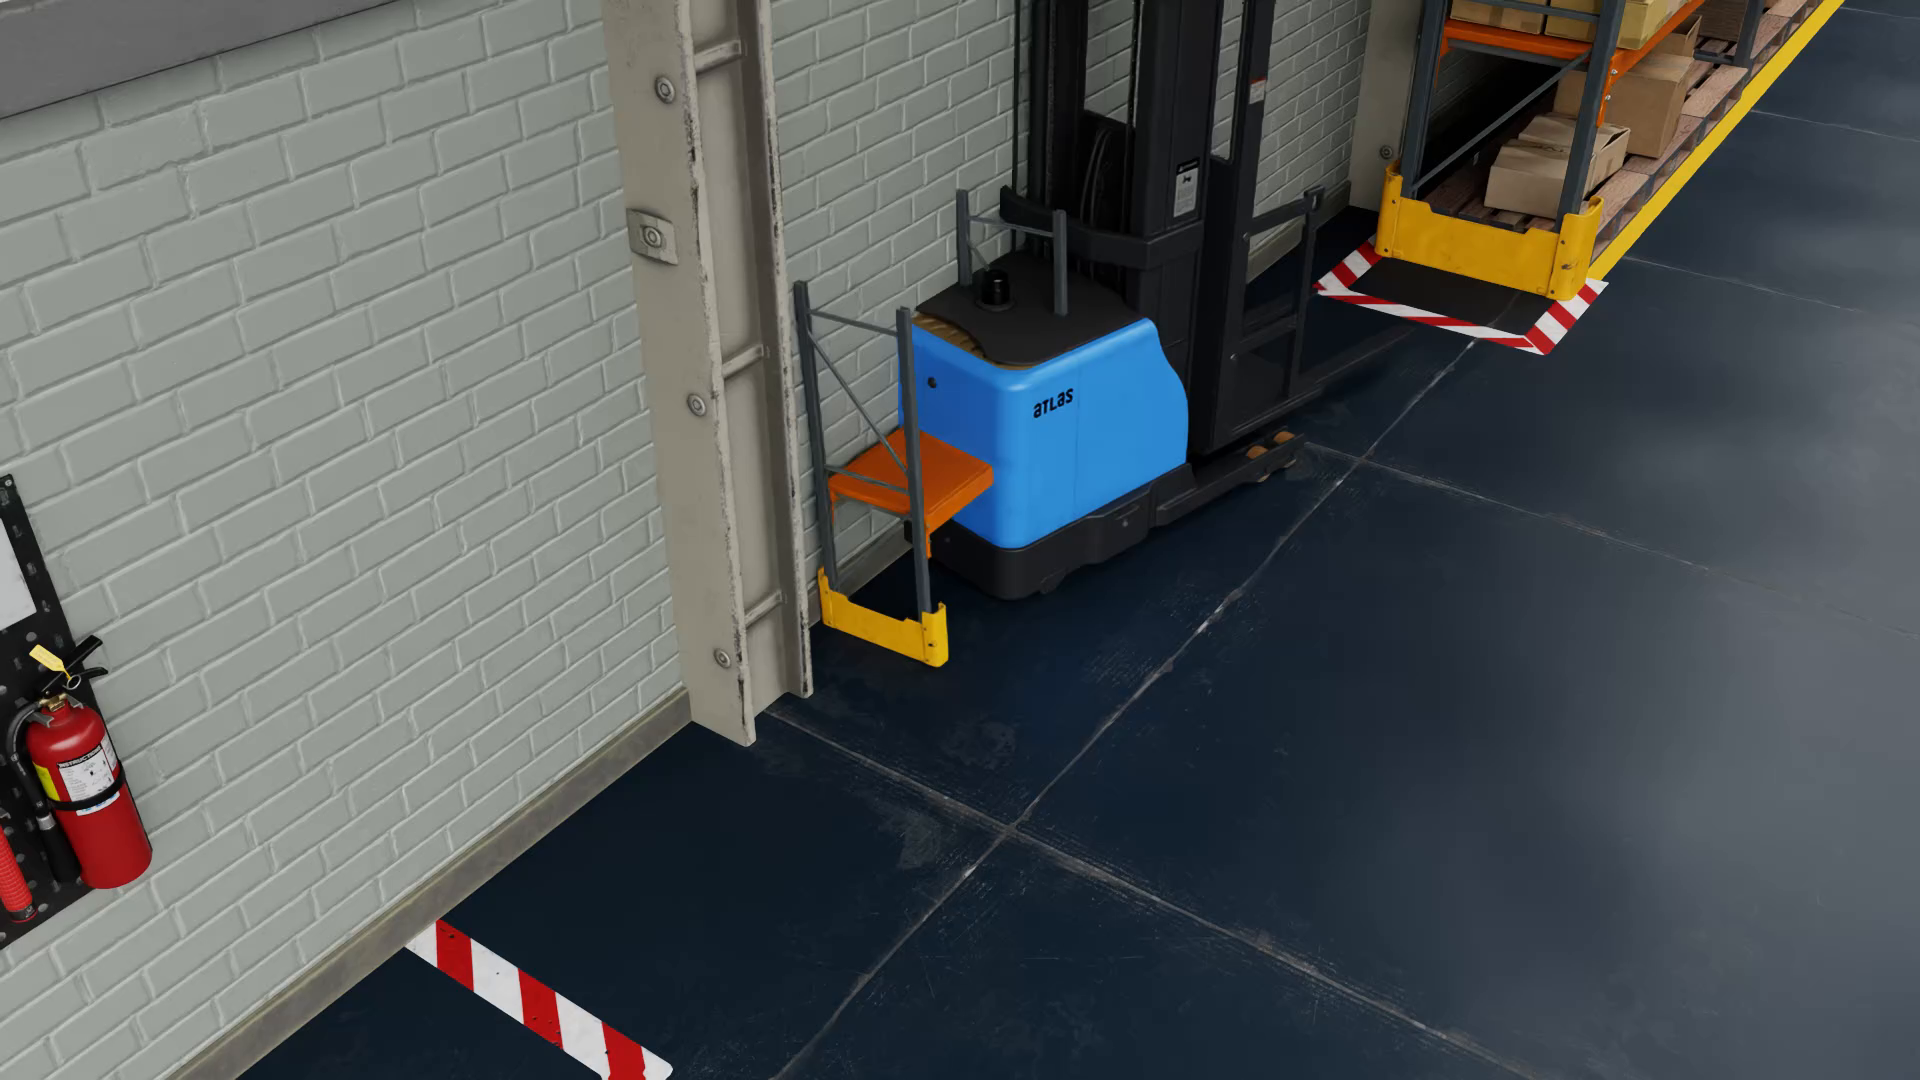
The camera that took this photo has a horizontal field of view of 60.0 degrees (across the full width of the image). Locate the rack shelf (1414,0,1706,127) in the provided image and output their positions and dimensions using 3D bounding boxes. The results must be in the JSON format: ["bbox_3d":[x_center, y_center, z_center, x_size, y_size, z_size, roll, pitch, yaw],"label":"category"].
[{"bbox_3d":[4.075,-3.405,10.249,1.077,0.370,4.000,21,39,28],"label":"rack shelf"}]

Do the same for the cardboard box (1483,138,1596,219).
[{"bbox_3d":[3.404,-2.140,9.745,0.500,0.311,0.500,17,37,23],"label":"cardboard box"}]

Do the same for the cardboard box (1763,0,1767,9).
[{"bbox_3d":[5.875,-4.368,12.870,0.700,0.500,0.500,20,39,27],"label":"cardboard box"}]

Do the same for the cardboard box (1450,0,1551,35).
[{"bbox_3d":[3.042,-3.005,9.133,0.500,0.250,0.500,22,40,29],"label":"cardboard box"}]

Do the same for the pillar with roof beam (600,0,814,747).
[{"bbox_3d":[2.739,-1.730,1.775,9.100,9.000,0.400,21,39,28],"label":"pillar with roof beam"}]

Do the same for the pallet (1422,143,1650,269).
[{"bbox_3d":[3.471,-2.025,10.056,1.003,0.211,1.213,21,39,28],"label":"pallet"}]

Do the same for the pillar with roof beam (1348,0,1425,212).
[{"bbox_3d":[6.160,-4.491,5.858,9.100,9.000,0.400,21,39,28],"label":"pillar with roof beam"}]

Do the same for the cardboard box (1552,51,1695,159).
[{"bbox_3d":[4.188,-2.803,10.555,0.700,0.500,0.500,19,38,25],"label":"cardboard box"}]

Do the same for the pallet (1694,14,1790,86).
[{"bbox_3d":[5.659,-3.827,12.720,1.003,0.211,1.213,21,39,28],"label":"pallet"}]

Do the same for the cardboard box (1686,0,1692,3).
[{"bbox_3d":[4.054,-3.328,9.609,0.500,0.250,0.500,21,39,27],"label":"cardboard box"}]

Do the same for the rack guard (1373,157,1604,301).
[{"bbox_3d":[2.978,-1.782,9.439,1.175,0.500,0.348,21,39,28],"label":"rack guard"}]

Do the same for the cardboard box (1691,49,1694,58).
[{"bbox_3d":[4.935,-3.376,11.701,0.380,0.166,0.250,16,37,22],"label":"cardboard box"}]

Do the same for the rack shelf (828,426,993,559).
[{"bbox_3d":[-0.050,-0.308,6.664,0.538,0.185,1.000,18,38,30],"label":"rack shelf"}]

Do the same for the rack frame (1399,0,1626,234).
[{"bbox_3d":[2.935,-2.782,8.687,1.000,3.000,0.127,21,39,28],"label":"rack frame"}]

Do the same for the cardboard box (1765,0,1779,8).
[{"bbox_3d":[6.199,-4.590,13.198,0.700,0.500,0.500,22,40,29],"label":"cardboard box"}]

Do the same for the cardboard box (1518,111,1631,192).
[{"bbox_3d":[3.729,-2.403,10.133,0.500,0.311,0.500,25,41,32],"label":"cardboard box"}]

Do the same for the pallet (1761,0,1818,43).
[{"bbox_3d":[6.354,-4.391,13.554,1.003,0.211,1.213,21,39,28],"label":"pallet"}]

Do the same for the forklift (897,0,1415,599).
[{"bbox_3d":[0.968,-1.675,7.110,3.031,2.935,1.130,-27,42,-34],"label":"forklift"}]

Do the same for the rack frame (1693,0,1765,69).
[{"bbox_3d":[5.216,-4.623,11.409,1.000,3.000,0.127,21,39,28],"label":"rack frame"}]

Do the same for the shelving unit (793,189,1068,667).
[{"bbox_3d":[-0.053,-0.464,6.573,0.587,1.500,1.083,18,38,30],"label":"shelving unit"}]

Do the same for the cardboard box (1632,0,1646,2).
[{"bbox_3d":[3.454,-3.163,8.696,0.500,0.500,0.500,21,39,28],"label":"cardboard box"}]

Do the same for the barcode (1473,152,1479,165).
[{"bbox_3d":[3.085,-2.280,9.944,0.001,0.075,0.075,21,39,28],"label":"barcode"}]

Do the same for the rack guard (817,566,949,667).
[{"bbox_3d":[-0.307,0.294,6.570,0.587,0.250,0.087,18,38,30],"label":"rack guard"}]

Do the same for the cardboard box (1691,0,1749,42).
[{"bbox_3d":[5.622,-4.114,12.494,0.700,0.500,0.500,23,40,30],"label":"cardboard box"}]

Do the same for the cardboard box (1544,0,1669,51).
[{"bbox_3d":[3.474,-2.852,8.905,0.500,0.250,0.500,20,39,27],"label":"cardboard box"}]

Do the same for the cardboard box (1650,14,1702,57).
[{"bbox_3d":[4.657,-3.279,11.260,0.500,0.500,0.500,18,38,25],"label":"cardboard box"}]

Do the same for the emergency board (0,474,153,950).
[{"bbox_3d":[-2.238,0.506,3.825,0.194,1.169,0.643,21,39,28],"label":"emergency board"}]

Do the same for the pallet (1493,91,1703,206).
[{"bbox_3d":[4.167,-2.584,10.882,1.003,0.211,1.213,21,39,28],"label":"pallet"}]

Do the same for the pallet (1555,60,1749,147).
[{"bbox_3d":[4.862,-3.148,11.716,1.003,0.211,1.213,21,39,28],"label":"pallet"}]

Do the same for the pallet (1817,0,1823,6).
[{"bbox_3d":[7.050,-4.950,14.381,1.003,0.211,1.213,21,39,28],"label":"pallet"}]

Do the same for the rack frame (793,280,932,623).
[{"bbox_3d":[-0.347,-0.224,6.222,0.500,1.500,0.032,18,38,30],"label":"rack frame"}]

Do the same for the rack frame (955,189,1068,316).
[{"bbox_3d":[0.231,-0.696,6.913,0.500,1.500,0.032,18,38,30],"label":"rack frame"}]

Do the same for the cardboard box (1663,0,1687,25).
[{"bbox_3d":[3.759,-3.095,9.265,0.500,0.250,0.500,20,39,27],"label":"cardboard box"}]
